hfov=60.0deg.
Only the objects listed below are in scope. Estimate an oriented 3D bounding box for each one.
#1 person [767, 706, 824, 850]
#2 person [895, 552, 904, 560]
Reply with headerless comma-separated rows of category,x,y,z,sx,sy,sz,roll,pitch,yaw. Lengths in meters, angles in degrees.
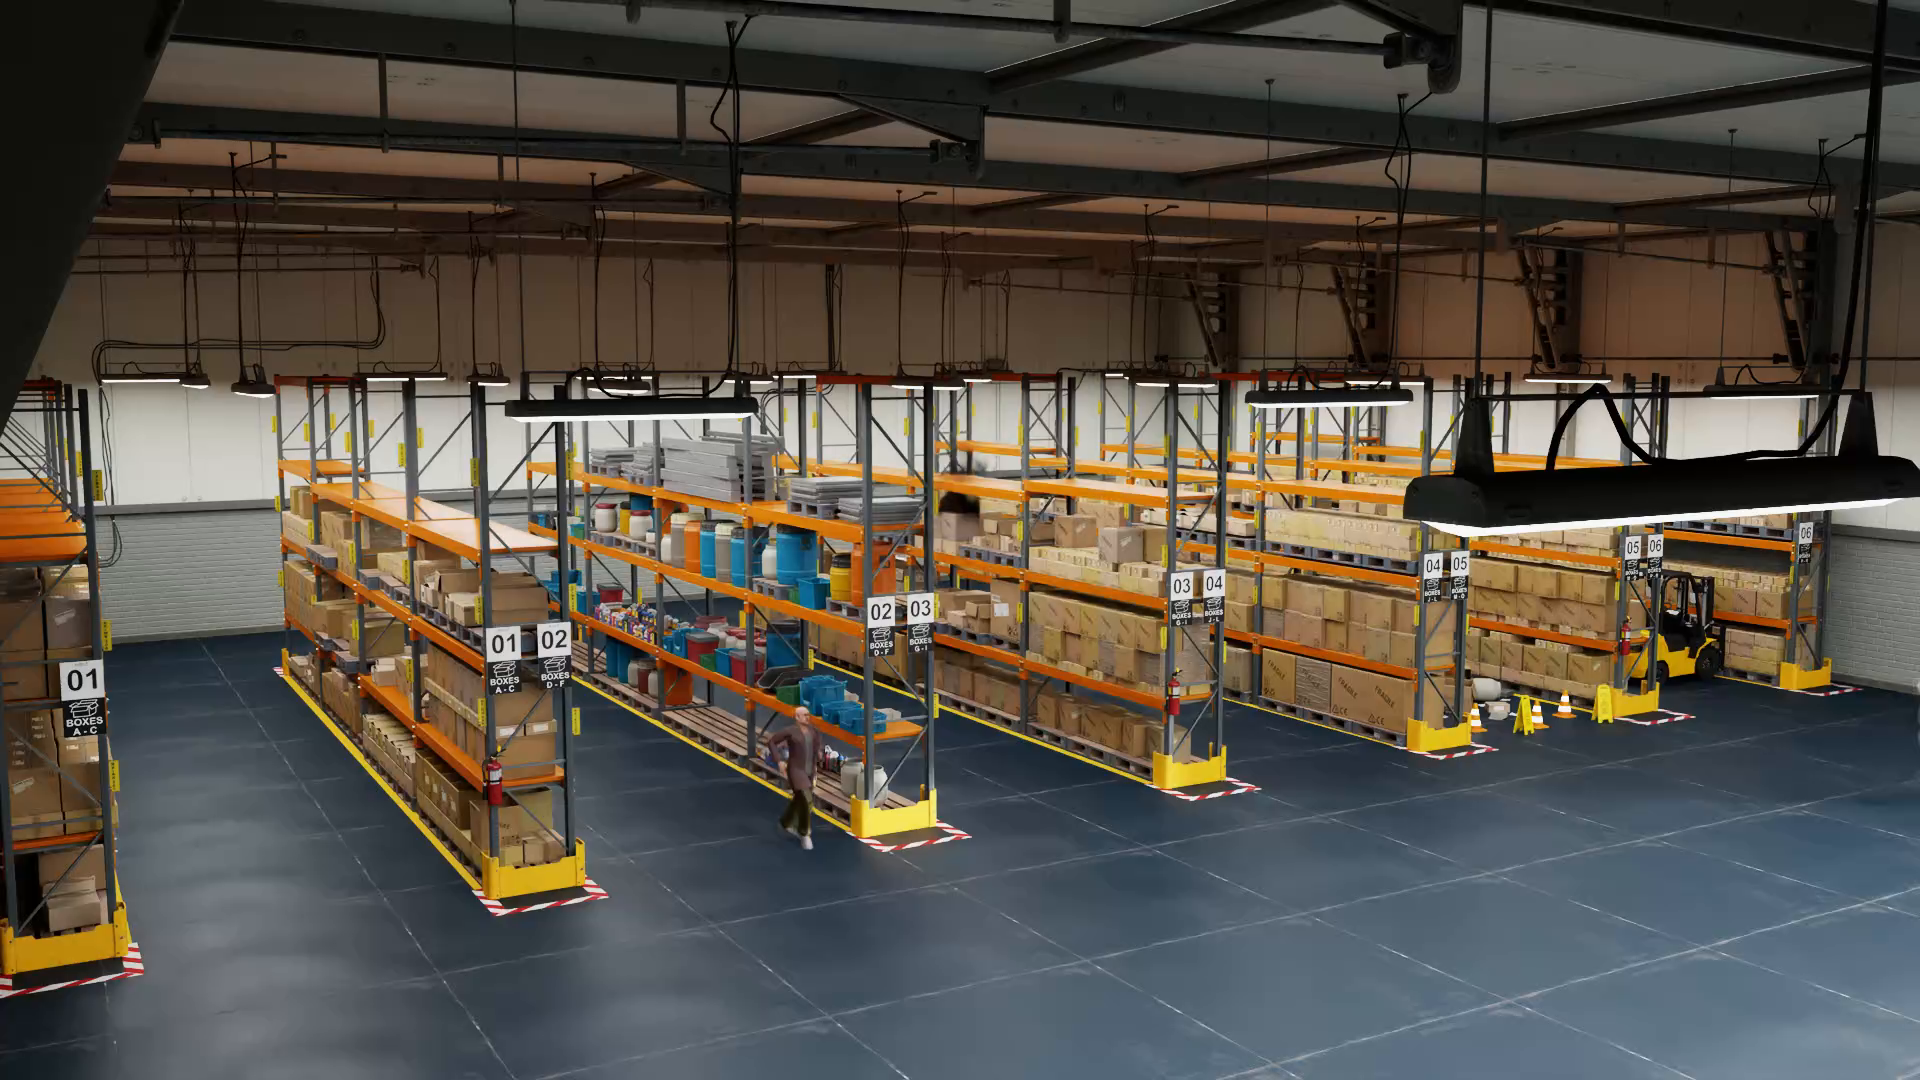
person,-2.103,3.087,21.781,0.794,1.846,0.703,5,8,38
person,-1.900,0.984,41.087,0.996,1.694,0.856,-5,8,-37
